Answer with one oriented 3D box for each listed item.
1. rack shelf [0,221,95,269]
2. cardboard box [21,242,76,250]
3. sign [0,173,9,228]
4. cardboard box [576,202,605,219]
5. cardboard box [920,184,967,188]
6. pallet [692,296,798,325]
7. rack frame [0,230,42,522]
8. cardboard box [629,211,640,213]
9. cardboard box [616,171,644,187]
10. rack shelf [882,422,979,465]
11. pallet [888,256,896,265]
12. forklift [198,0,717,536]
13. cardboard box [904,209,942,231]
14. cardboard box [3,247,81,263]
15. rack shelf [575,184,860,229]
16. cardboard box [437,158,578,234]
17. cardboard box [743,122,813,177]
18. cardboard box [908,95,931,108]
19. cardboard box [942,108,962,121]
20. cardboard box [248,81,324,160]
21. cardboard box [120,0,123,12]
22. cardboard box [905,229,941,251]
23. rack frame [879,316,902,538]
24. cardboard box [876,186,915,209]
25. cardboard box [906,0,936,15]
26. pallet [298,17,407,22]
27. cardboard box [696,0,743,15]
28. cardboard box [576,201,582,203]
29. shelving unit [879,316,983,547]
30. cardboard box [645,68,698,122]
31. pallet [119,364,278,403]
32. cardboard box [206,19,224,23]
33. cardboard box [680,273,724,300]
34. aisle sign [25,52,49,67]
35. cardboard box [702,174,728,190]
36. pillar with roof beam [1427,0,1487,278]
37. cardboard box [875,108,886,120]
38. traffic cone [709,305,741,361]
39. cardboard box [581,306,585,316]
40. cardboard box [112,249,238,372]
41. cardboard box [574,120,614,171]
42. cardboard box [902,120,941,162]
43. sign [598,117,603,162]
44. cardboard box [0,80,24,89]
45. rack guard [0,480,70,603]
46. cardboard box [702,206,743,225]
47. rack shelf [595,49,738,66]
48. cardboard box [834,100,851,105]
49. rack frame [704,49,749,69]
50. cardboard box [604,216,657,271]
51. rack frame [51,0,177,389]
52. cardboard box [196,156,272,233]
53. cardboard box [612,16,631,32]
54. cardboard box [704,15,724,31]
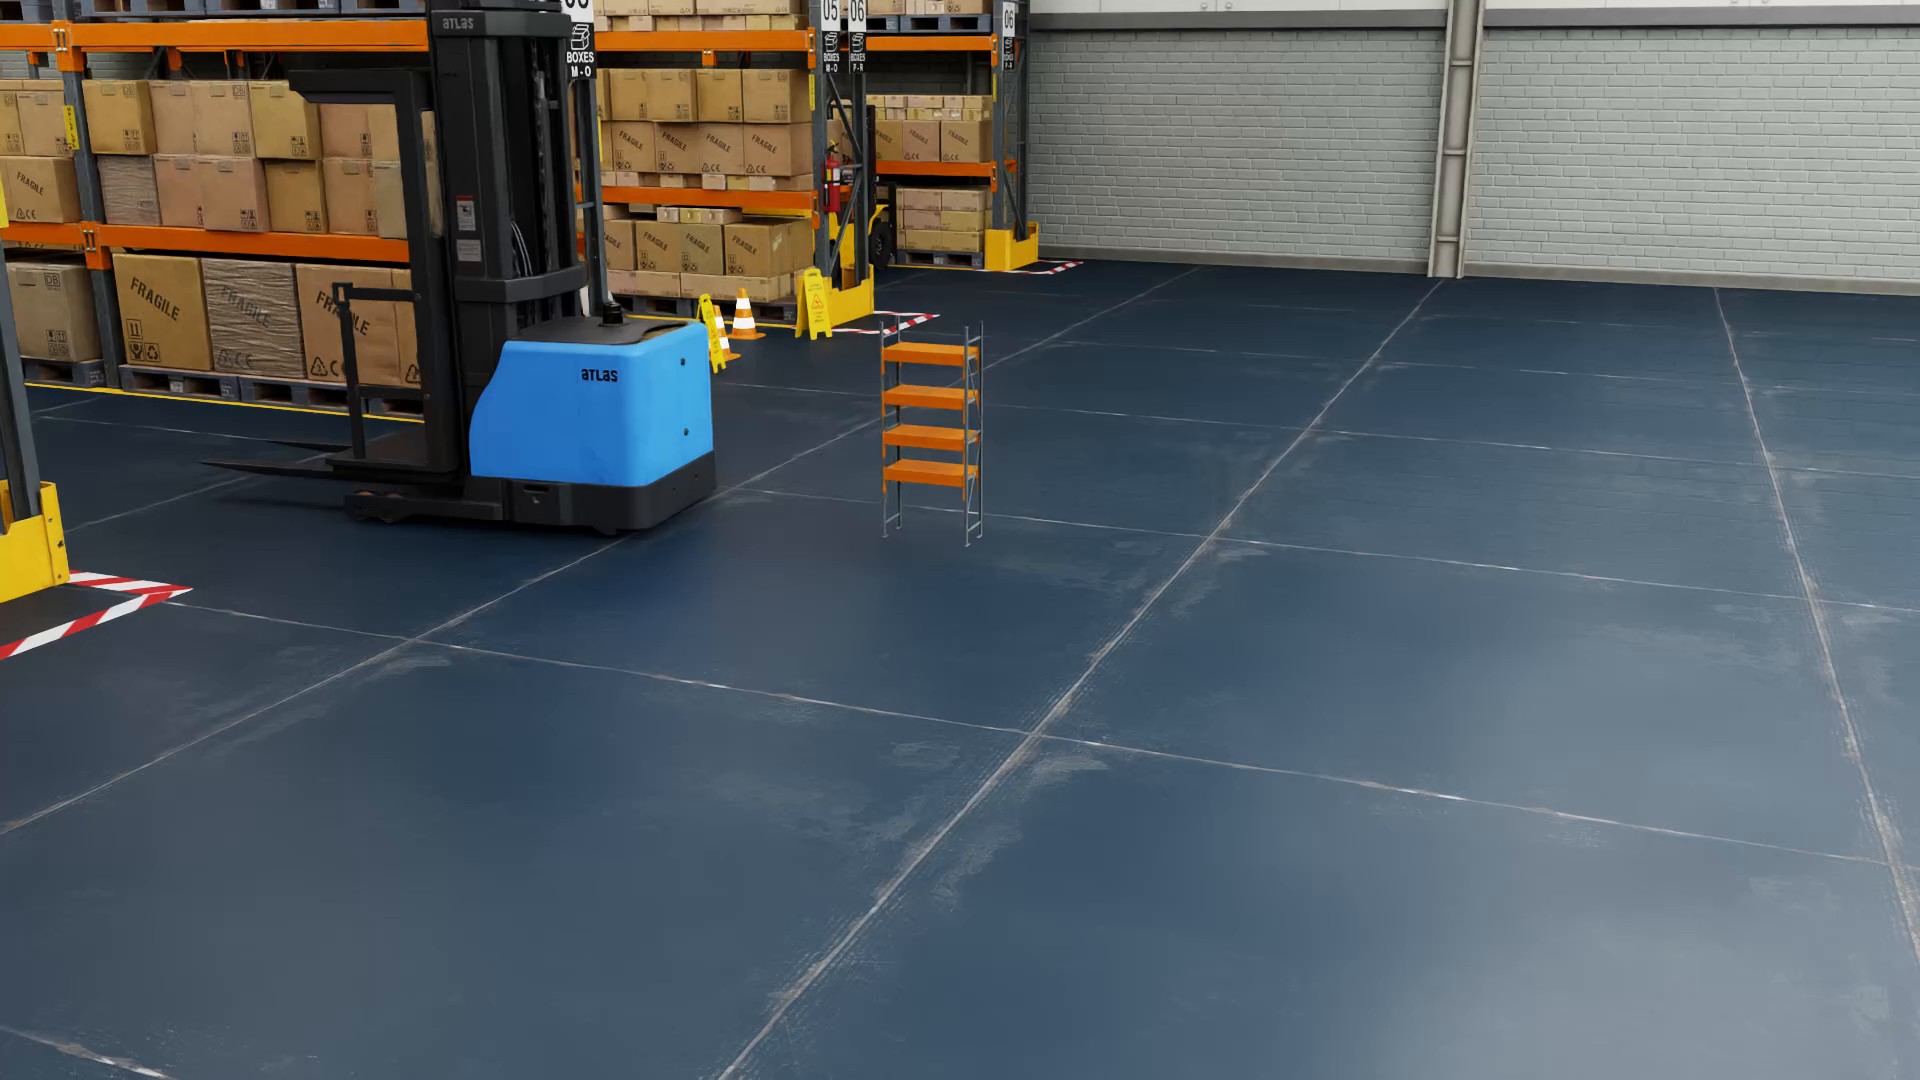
[{"bbox_3d":[-8.482,-2.644,14.192,4.000,0.370,1.077,6,17,21],"label":"rack shelf"},{"bbox_3d":[-10.892,-3.946,20.443,0.875,0.875,0.875,7,18,22],"label":"cardboard box"},{"bbox_3d":[-4.616,-1.656,7.946,0.005,0.325,0.100,6,17,21],"label":"sign"},{"bbox_3d":[-3.877,-3.421,17.248,0.250,0.149,0.380,7,18,23],"label":"cardboard box"},{"bbox_3d":[-0.205,-4.467,21.567,0.500,0.250,0.500,6,17,21],"label":"cardboard box"},{"bbox_3d":[-1.992,-2.431,17.168,1.213,0.211,1.003,6,17,21],"label":"pallet"},{"bbox_3d":[-4.815,-1.100,7.582,0.127,3.000,1.000,6,17,21],"label":"rack frame"},{"bbox_3d":[-3.777,-3.278,17.918,0.500,0.500,0.500,7,17,22],"label":"cardboard box"},{"bbox_3d":[-3.293,-3.691,16.959,0.250,0.149,0.380,6,17,20],"label":"cardboard box"},{"bbox_3d":[-0.154,-0.529,9.083,0.480,0.148,0.258,6,17,21],"label":"rack shelf"},{"bbox_3d":[-1.219,-3.811,21.923,1.213,0.211,1.003,6,17,21],"label":"pallet"},{"bbox_3d":[-3.034,-1.641,9.569,3.031,2.935,1.130,4,17,15],"label":"forklift"},{"bbox_3d":[-0.391,-4.102,21.204,0.500,0.250,0.500,6,17,20],"label":"cardboard box"},{"bbox_3d":[-8.128,-2.046,14.123,0.750,0.750,1.050,6,17,21],"label":"cardboard box"},{"bbox_3d":[-3.039,-3.529,17.240,4.000,0.370,1.077,6,17,21],"label":"rack shelf"},{"bbox_3d":[-3.263,-2.474,12.046,0.550,0.550,0.875,6,17,21],"label":"cardboard box"},{"bbox_3d":[-1.785,-3.845,16.325,0.500,0.500,0.500,6,17,20],"label":"cardboard box"},{"bbox_3d":[-0.470,-5.524,20.944,0.250,0.149,0.380,6,17,21],"label":"cardboard box"},{"bbox_3d":[-0.035,-5.298,20.702,0.250,0.149,0.380,7,17,22],"label":"cardboard box"},{"bbox_3d":[-4.789,-3.160,12.472,0.500,0.550,0.875,6,17,21],"label":"cardboard box"},{"bbox_3d":[-9.027,-6.180,18.761,0.637,0.503,0.797,5,17,17],"label":"cardboard box"},{"bbox_3d":[-0.373,-3.858,21.262,0.500,0.250,0.500,6,17,21],"label":"cardboard box"},{"bbox_3d":[-0.381,-0.618,9.151,0.015,1.200,0.240,6,17,21],"label":"rack frame"},{"bbox_3d":[-0.854,-4.385,21.283,0.500,0.250,0.500,7,17,21],"label":"cardboard box"},{"bbox_3d":[-0.479,-6.615,20.509,0.258,0.266,0.396,6,17,21],"label":"cardboard box"},{"bbox_3d":[-6.401,-5.626,18.128,1.003,0.211,1.213,6,17,21],"label":"pallet"},{"bbox_3d":[-2.216,-5.219,16.126,0.500,0.250,0.500,6,17,20],"label":"cardboard box"},{"bbox_3d":[-4.991,-4.636,23.270,0.625,0.625,0.875,6,17,18],"label":"cardboard box"},{"bbox_3d":[-0.154,-0.593,9.065,0.503,1.200,0.258,6,17,21],"label":"shelving unit"},{"bbox_3d":[-2.714,-4.416,16.498,0.500,0.500,0.700,6,17,20],"label":"cardboard box"},{"bbox_3d":[-5.943,-1.348,13.437,1.213,0.211,1.003,6,17,21],"label":"pallet"},{"bbox_3d":[-8.152,-5.762,18.501,0.258,0.266,0.396,6,17,21],"label":"cardboard box"},{"bbox_3d":[-2.508,-2.619,16.994,0.500,0.250,0.500,6,17,21],"label":"cardboard box"},{"bbox_3d":[-14.416,-7.774,25.908,0.004,0.787,0.394,6,17,21],"label":"aisle sign"},{"bbox_3d":[-2.363,-3.579,16.574,0.250,0.149,0.380,7,17,22],"label":"cardboard box"},{"bbox_3d":[4.324,-6.413,15.125,0.400,9.000,9.100,6,17,21],"label":"pillar with roof beam"},{"bbox_3d":[-0.988,-5.405,21.068,0.250,0.149,0.380,6,17,21],"label":"cardboard box"},{"bbox_3d":[-2.143,-1.838,14.676,0.334,0.463,0.336,6,17,21],"label":"traffic cone"},{"bbox_3d":[-3.741,-1.994,15.140,0.637,0.503,0.797,-5,17,-18],"label":"cardboard box"},{"bbox_3d":[-6.062,-1.884,13.340,0.875,0.875,0.875,7,17,21],"label":"cardboard box"},{"bbox_3d":[-3.655,-4.053,17.040,0.500,0.500,0.500,6,17,20],"label":"cardboard box"},{"bbox_3d":[-0.394,-5.043,20.987,0.500,0.500,0.500,7,18,22],"label":"cardboard box"},{"bbox_3d":[-2.692,-2.973,12.339,0.005,0.325,0.100,6,17,21],"label":"sign"},{"bbox_3d":[-11.089,-5.209,19.765,0.500,0.500,0.500,6,17,19],"label":"cardboard box"},{"bbox_3d":[-4.885,0.093,7.957,0.348,0.500,1.175,6,17,21],"label":"rack guard"},{"bbox_3d":[-2.386,-3.257,16.683,0.250,0.149,0.380,7,18,22],"label":"cardboard box"},{"bbox_3d":[-4.942,-6.666,22.667,4.000,0.370,1.077,6,17,21],"label":"rack shelf"},{"bbox_3d":[-1.428,-5.628,21.302,0.250,0.149,0.380,6,17,21],"label":"cardboard box"},{"bbox_3d":[-3.082,-5.367,22.280,0.127,3.000,1.000,6,17,21],"label":"rack frame"},{"bbox_3d":[-3.466,-3.085,17.253,0.500,0.500,0.500,7,18,24],"label":"cardboard box"},{"bbox_3d":[-6.622,-2.785,13.386,0.127,3.000,1.000,6,17,21],"label":"rack frame"},{"bbox_3d":[-5.295,-2.686,12.777,0.550,0.550,0.875,6,17,21],"label":"cardboard box"},{"bbox_3d":[-3.263,-5.145,16.587,0.250,0.149,0.380,6,17,21],"label":"cardboard box"},{"bbox_3d":[-2.302,-5.050,16.259,0.250,0.149,0.380,6,17,21],"label":"cardboard box"}]
